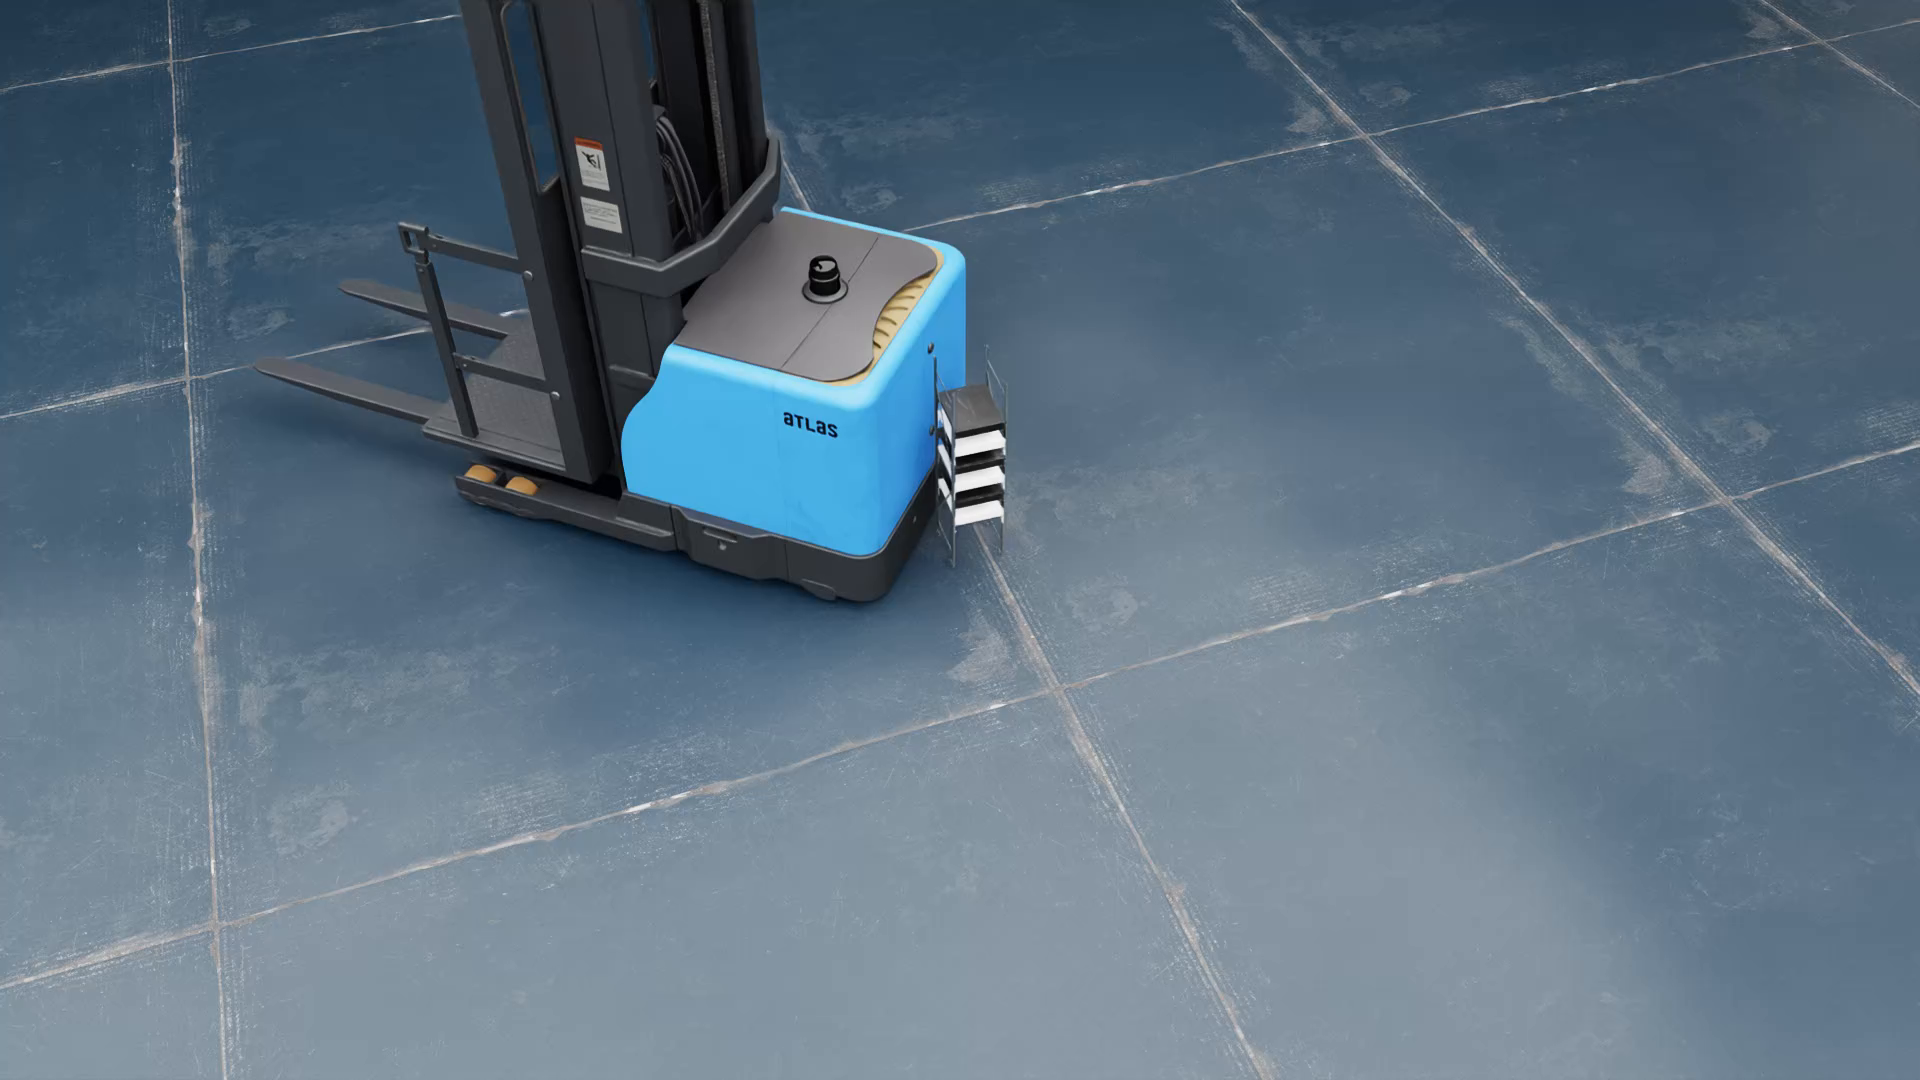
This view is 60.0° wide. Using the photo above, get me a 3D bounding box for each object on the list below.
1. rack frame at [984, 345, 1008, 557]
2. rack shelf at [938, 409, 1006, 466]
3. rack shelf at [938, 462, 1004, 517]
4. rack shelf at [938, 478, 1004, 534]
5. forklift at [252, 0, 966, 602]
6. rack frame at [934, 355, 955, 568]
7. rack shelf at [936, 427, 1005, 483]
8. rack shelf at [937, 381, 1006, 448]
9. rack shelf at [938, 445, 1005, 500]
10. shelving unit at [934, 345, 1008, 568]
[{"bbox_3d":[0.135,-0.329,6.442,0.006,0.900,0.240,-13,46,-12],"label":"rack frame"},{"bbox_3d":[0.038,-0.411,6.317,0.200,0.077,0.258,-13,46,-12],"label":"rack shelf"},{"bbox_3d":[0.038,-0.220,6.508,0.200,0.077,0.258,-13,46,-12],"label":"rack shelf"},{"bbox_3d":[0.038,-0.157,6.572,0.200,0.077,0.258,-13,46,-12],"label":"rack shelf"},{"bbox_3d":[-1.533,-1.461,6.136,3.031,2.935,1.130,16,47,15],"label":"forklift"},{"bbox_3d":[-0.059,-0.285,6.399,0.006,0.900,0.240,-13,46,-12],"label":"rack frame"},{"bbox_3d":[0.038,-0.347,6.381,0.200,0.077,0.258,-13,46,-12],"label":"rack shelf"},{"bbox_3d":[0.038,-0.474,6.253,0.200,0.077,0.258,-13,46,-12],"label":"rack shelf"},{"bbox_3d":[0.038,-0.284,6.444,0.200,0.077,0.258,-13,46,-12],"label":"rack shelf"},{"bbox_3d":[0.038,-0.307,6.421,0.210,0.900,0.258,-13,46,-12],"label":"shelving unit"}]
